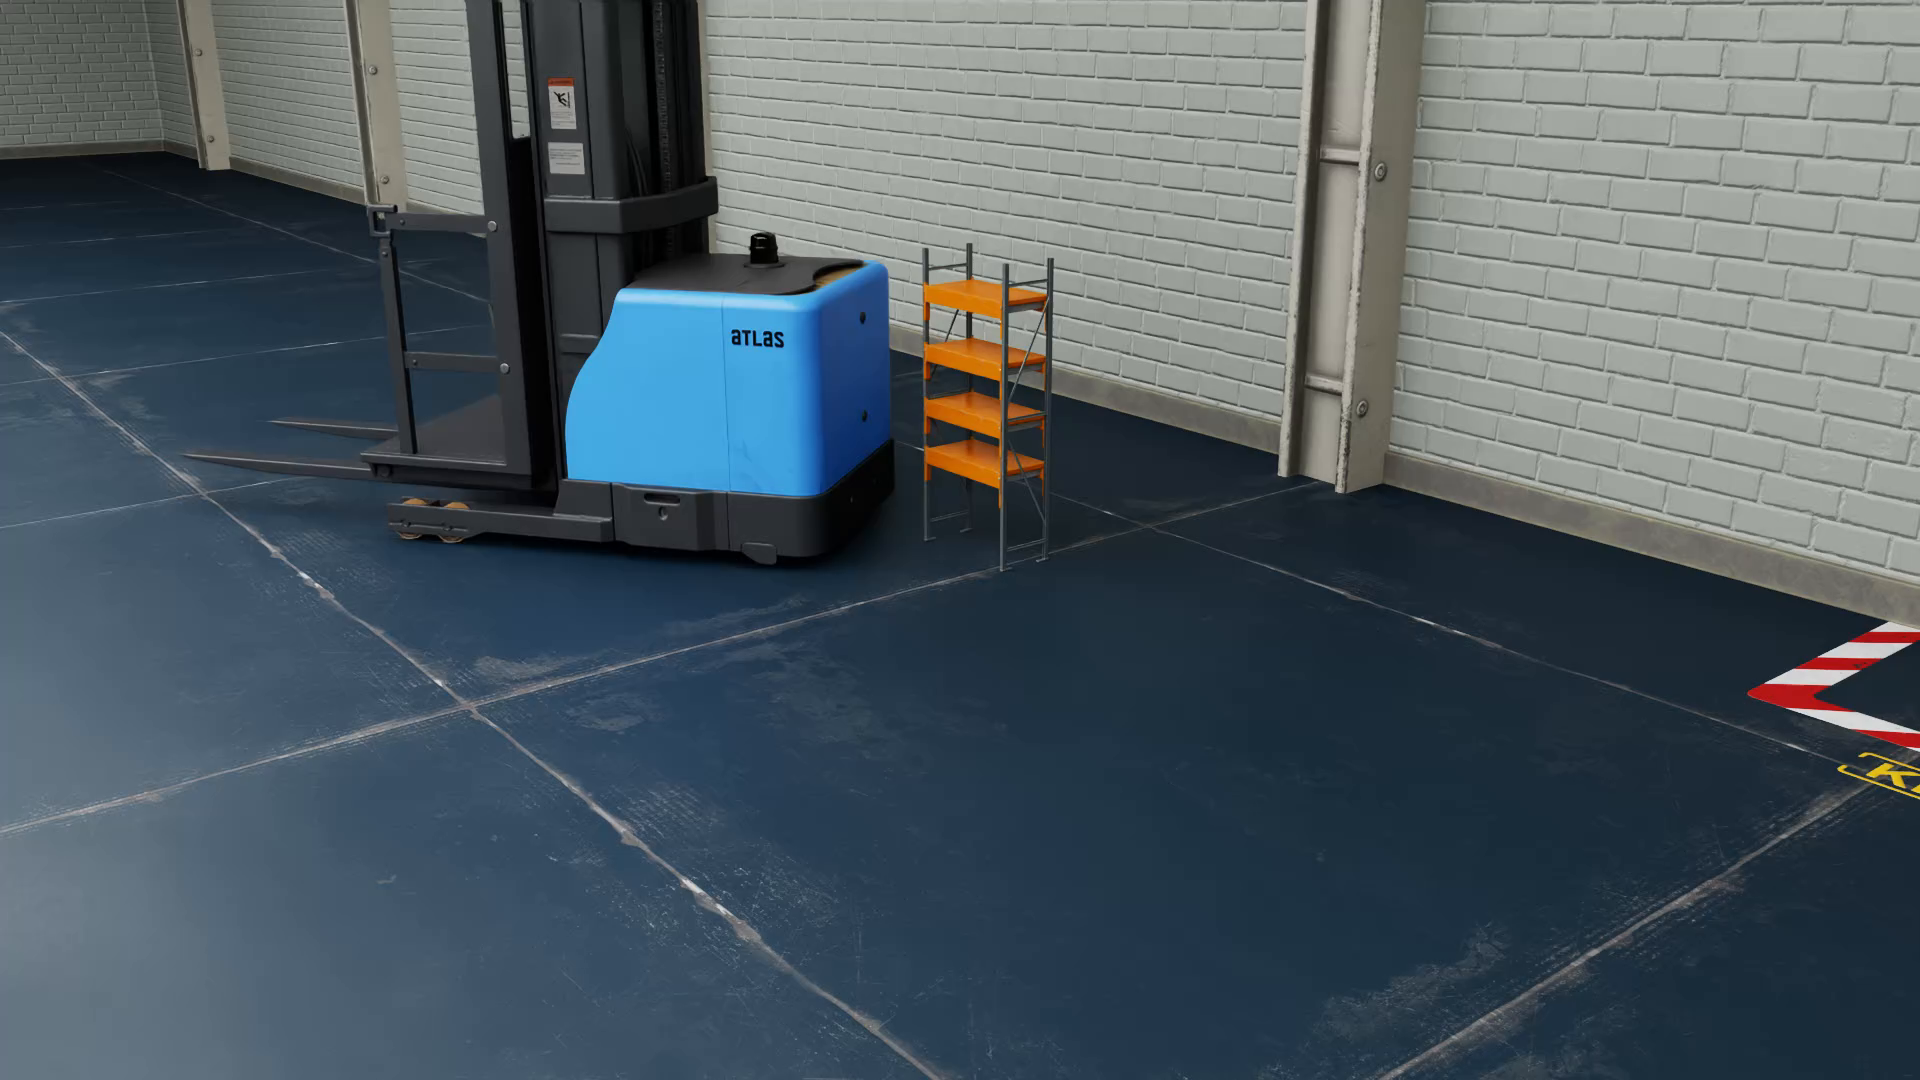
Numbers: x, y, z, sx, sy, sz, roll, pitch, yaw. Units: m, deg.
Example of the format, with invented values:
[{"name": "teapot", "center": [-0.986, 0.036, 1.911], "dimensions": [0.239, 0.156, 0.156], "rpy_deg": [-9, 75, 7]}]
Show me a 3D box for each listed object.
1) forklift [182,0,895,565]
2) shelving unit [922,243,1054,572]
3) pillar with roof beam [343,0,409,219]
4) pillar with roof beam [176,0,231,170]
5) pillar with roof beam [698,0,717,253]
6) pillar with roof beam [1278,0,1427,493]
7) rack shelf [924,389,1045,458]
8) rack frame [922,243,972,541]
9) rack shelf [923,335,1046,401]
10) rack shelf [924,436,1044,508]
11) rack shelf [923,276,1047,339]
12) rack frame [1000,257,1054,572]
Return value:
[{"name": "forklift", "center": [-1.862, -1.531, 6.823], "dimensions": [3.031, 2.935, 1.130], "rpy_deg": [5, 19, 14]}, {"name": "shelving unit", "center": [0.103, -0.529, 6.551], "dimensions": [0.258, 1.200, 0.503], "rpy_deg": [-14, 23, -36]}, {"name": "pillar with roof beam", "center": [-9.098, -6.676, 12.709], "dimensions": [9.100, 9.000, 0.400], "rpy_deg": [-14, 23, -36]}, {"name": "pillar with roof beam", "center": [-12.823, -8.155, 17.173], "dimensions": [9.100, 9.000, 0.400], "rpy_deg": [-14, 23, -36]}, {"name": "pillar with roof beam", "center": [-5.373, -5.198, 8.244], "dimensions": [9.100, 9.000, 0.400], "rpy_deg": [-14, 23, -36]}, {"name": "pillar with roof beam", "center": [-1.647, -3.719, 3.779], "dimensions": [9.100, 9.000, 0.400], "rpy_deg": [-14, 23, -36]}, {"name": "rack shelf", "center": [0.103, -0.465, 6.572], "dimensions": [0.258, 0.148, 0.480], "rpy_deg": [-14, 23, -36]}, {"name": "rack frame", "center": [-0.049, -0.589, 6.732], "dimensions": [0.240, 1.200, 0.015], "rpy_deg": [-14, 23, -36]}, {"name": "rack shelf", "center": [0.103, -0.677, 6.502], "dimensions": [0.258, 0.148, 0.480], "rpy_deg": [-14, 23, -36]}, {"name": "rack shelf", "center": [0.103, -0.276, 6.634], "dimensions": [0.258, 0.148, 0.480], "rpy_deg": [-14, 23, -36]}, {"name": "rack shelf", "center": [0.103, -0.902, 6.427], "dimensions": [0.258, 0.148, 0.480], "rpy_deg": [-14, 23, -36]}, {"name": "rack frame", "center": [0.254, -0.469, 6.369], "dimensions": [0.240, 1.200, 0.015], "rpy_deg": [-14, 23, -36]}]
